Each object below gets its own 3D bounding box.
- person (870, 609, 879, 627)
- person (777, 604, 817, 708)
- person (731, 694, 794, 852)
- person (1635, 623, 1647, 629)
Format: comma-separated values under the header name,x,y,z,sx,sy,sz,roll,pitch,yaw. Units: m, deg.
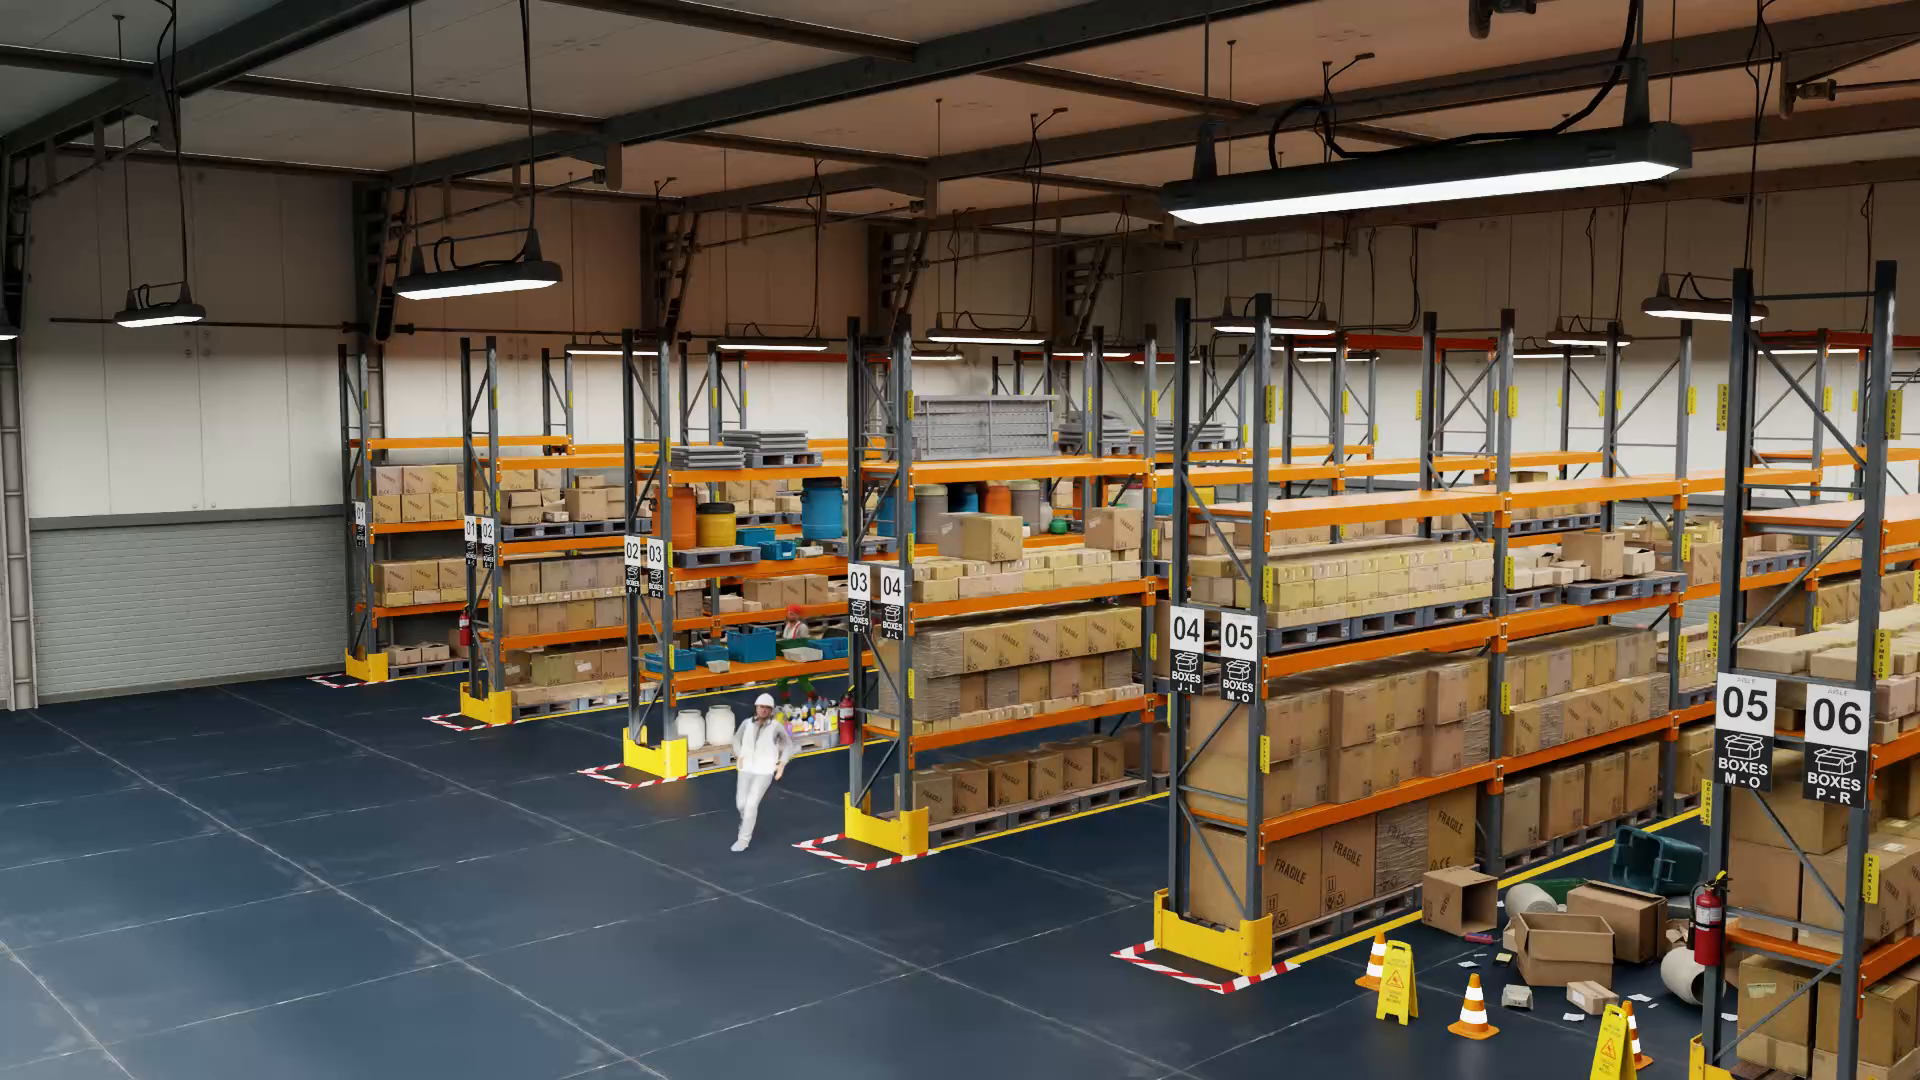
name,x,y,z,sx,sy,sz,roll,pitch,yaw
person,-1.802,1.152,34.679,0.661,1.774,0.973,4,6,34
person,-2.590,1.924,26.183,0.643,1.844,0.875,4,6,37
person,-2.261,2.605,18.897,0.731,1.745,0.814,1,5,11
person,10.223,2.083,25.094,0.657,1.672,0.609,5,7,44
